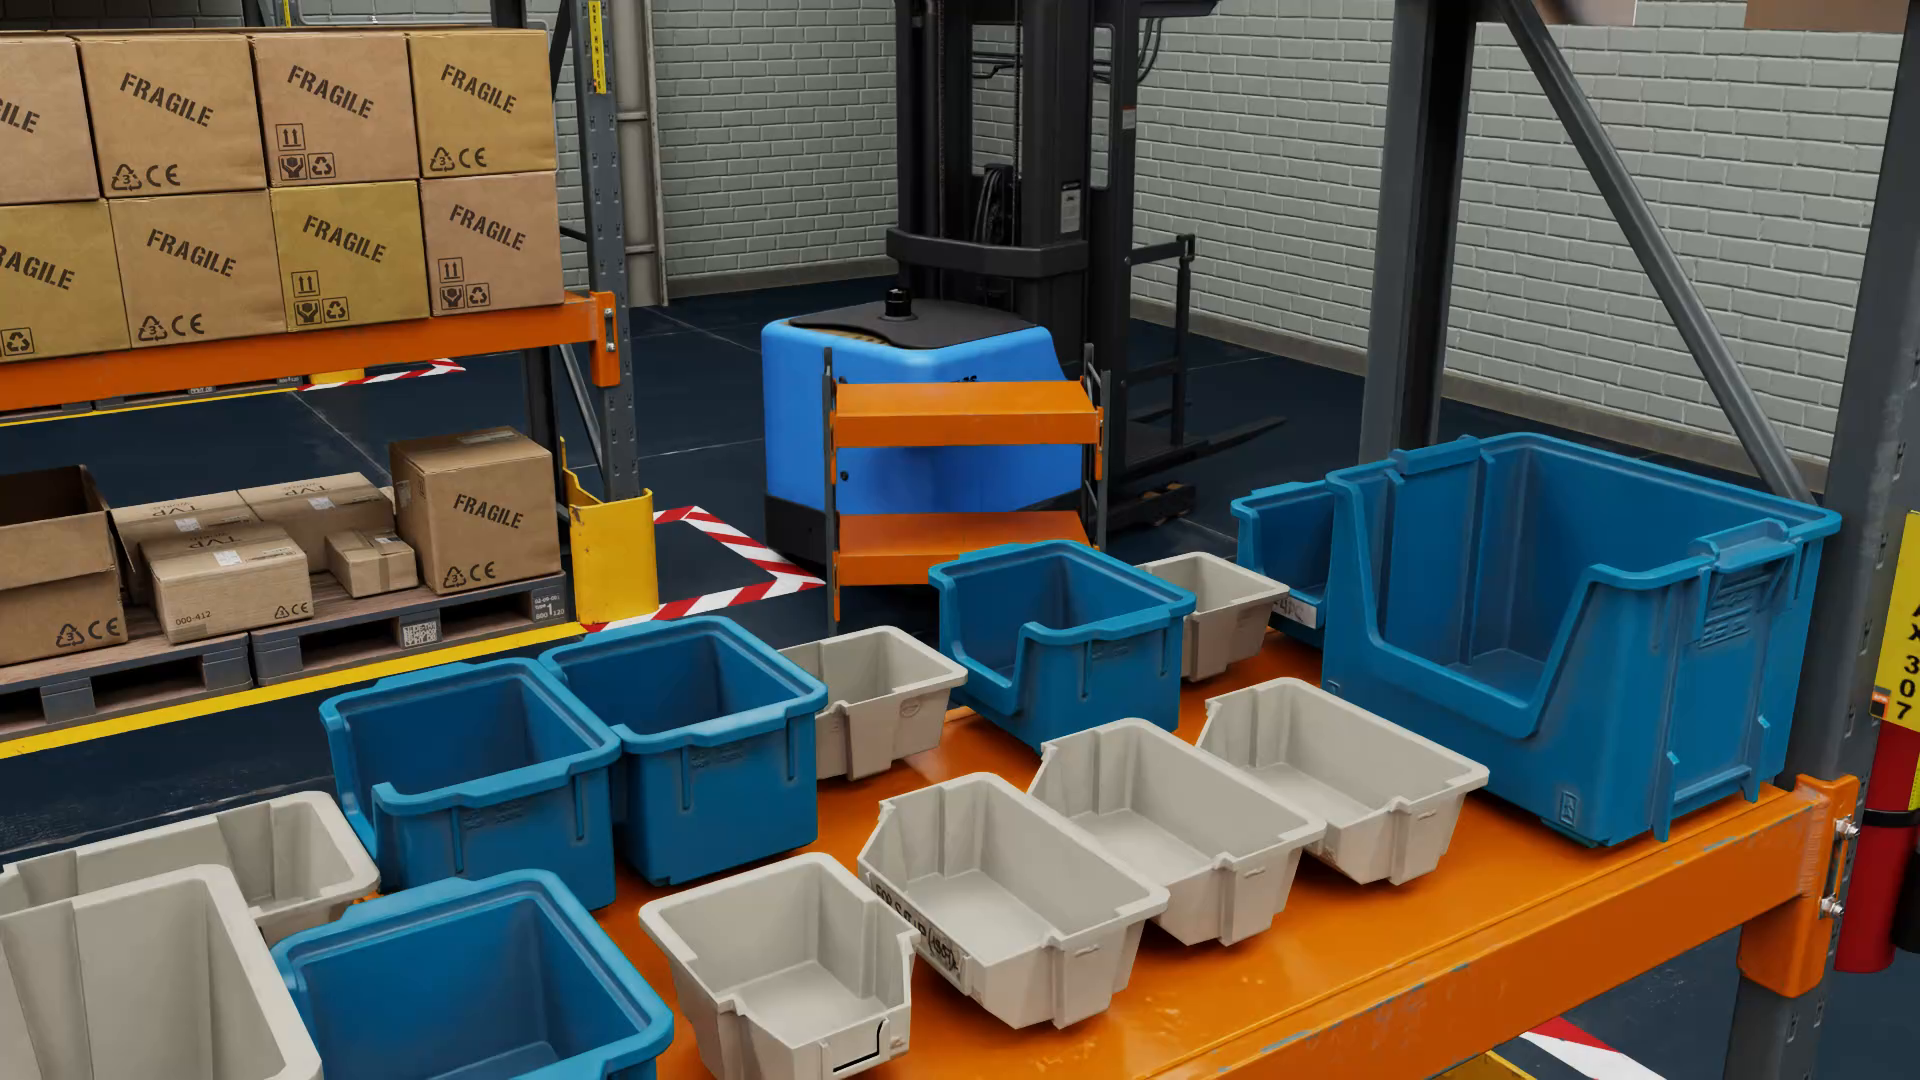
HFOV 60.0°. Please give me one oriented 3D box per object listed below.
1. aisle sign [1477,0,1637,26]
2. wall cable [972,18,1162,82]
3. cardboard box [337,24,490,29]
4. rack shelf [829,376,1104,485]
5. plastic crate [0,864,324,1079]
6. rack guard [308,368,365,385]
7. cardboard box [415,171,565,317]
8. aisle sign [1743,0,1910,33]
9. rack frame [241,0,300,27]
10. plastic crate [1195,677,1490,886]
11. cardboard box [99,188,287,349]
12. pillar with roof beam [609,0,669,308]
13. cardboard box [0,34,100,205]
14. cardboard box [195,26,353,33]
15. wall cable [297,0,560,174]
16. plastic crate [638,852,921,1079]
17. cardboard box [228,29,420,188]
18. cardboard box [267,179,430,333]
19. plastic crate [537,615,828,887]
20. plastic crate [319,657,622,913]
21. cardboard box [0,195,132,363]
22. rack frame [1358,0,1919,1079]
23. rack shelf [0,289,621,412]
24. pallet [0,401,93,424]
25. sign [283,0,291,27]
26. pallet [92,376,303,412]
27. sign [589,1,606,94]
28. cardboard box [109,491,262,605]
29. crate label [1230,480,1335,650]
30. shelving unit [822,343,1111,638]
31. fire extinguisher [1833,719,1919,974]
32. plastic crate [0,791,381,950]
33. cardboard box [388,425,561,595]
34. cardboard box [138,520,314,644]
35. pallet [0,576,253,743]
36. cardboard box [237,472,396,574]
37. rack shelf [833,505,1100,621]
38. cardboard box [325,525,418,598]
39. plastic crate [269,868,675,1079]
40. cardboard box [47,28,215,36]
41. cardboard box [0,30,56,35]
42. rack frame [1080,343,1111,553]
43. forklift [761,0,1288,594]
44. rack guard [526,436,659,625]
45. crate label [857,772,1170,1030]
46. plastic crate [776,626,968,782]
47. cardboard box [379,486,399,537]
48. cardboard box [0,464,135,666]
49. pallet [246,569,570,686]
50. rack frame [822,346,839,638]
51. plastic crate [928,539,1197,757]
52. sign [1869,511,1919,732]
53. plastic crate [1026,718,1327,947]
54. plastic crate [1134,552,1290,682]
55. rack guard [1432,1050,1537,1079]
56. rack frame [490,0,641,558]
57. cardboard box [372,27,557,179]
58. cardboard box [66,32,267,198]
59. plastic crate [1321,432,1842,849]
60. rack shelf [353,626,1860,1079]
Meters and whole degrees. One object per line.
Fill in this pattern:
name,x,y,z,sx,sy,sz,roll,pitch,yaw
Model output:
aisle sign,0.993,-1.267,2.749,0.004,0.787,0.394,-12,22,-31
wall cable,0.568,-4.865,12.932,0.112,2.526,3.097,-12,22,-31
cardboard box,-2.141,-1.782,6.615,0.500,0.500,0.500,-11,22,-30
rack shelf,0.010,-0.426,6.334,1.000,0.278,0.538,-1,19,-3
plastic crate,-0.868,0.570,1.468,0.530,0.282,0.437,-12,22,-31
rack guard,-4.332,-1.413,11.144,0.348,0.500,1.175,-12,22,-31
cardboard box,-1.849,-1.164,6.349,0.500,0.500,0.500,-11,22,-30
aisle sign,1.317,-1.109,2.282,0.004,0.787,0.394,-12,22,-31
rack frame,-4.353,-2.593,10.731,0.127,3.000,1.000,-12,22,-31
plastic crate,0.515,0.346,2.357,0.243,0.136,0.396,-12,22,-31
cardboard box,-2.700,-0.986,5.820,0.500,0.500,0.500,-12,22,-31
pillar with roof beam,-0.206,-4.990,8.455,0.400,9.000,9.100,-12,22,-31
cardboard box,-3.126,-1.365,5.383,0.500,0.500,0.500,-11,22,-30
cardboard box,-2.573,-1.688,6.337,0.500,0.500,0.500,-12,22,-31
wall cable,-3.803,-3.553,11.984,1.851,1.984,0.084,-12,22,-31
plastic crate,-0.192,0.505,1.884,0.250,0.136,0.298,-12,22,-31
cardboard box,-2.267,-1.548,5.924,0.500,0.500,0.500,-11,22,-30
cardboard box,-2.281,-1.072,6.076,0.500,0.500,0.500,-12,22,-31
plastic crate,-0.391,0.295,2.356,0.300,0.233,0.416,-12,22,-31
plastic crate,-0.641,0.348,2.199,0.300,0.233,0.416,-12,22,-31
cardboard box,-3.121,-0.897,5.558,0.500,0.500,0.500,-12,22,-32
rack frame,1.098,0.058,2.890,0.053,2.616,0.949,-12,22,-31
rack shelf,-3.295,-0.576,5.887,4.000,0.370,1.077,-12,22,-31
pallet,-5.995,-0.897,10.067,1.213,0.211,1.003,-12,22,-31
sign,-4.066,-3.106,10.071,0.005,0.325,0.100,-12,22,-31
pallet,-4.977,-1.110,10.699,1.213,0.211,1.003,-12,22,-31
sign,-1.337,-1.815,6.128,0.005,0.325,0.100,-12,22,-31
cardboard box,-3.070,0.022,6.604,0.500,0.250,0.500,-12,22,-31
crate label,0.709,0.063,3.042,0.303,0.233,0.416,-12,22,-31
shelving unit,0.010,-0.148,6.427,1.048,1.125,0.538,-1,19,-3
fire extinguisher,1.472,0.365,2.684,0.183,0.674,0.296,-12,22,-31
plastic crate,-0.956,0.471,1.986,0.466,0.136,0.293,-12,22,-31
cardboard box,-1.944,-0.131,6.665,0.500,0.500,0.500,-12,22,-31
cardboard box,-2.754,0.147,6.234,0.500,0.250,0.500,-12,22,-31
pallet,-3.372,0.420,6.173,1.213,0.211,1.003,-12,22,-31
cardboard box,-2.653,-0.066,6.864,0.500,0.250,0.500,-12,22,-31
rack shelf,0.010,0.083,6.506,1.000,0.278,0.538,-1,19,-3
cardboard box,-2.331,0.074,6.579,0.250,0.166,0.380,-12,22,-31
plastic crate,-0.478,0.538,1.637,0.300,0.233,0.416,-12,22,-31
cardboard box,-2.994,-1.601,6.080,0.500,0.500,0.500,-12,22,-31
cardboard box,-3.417,-1.511,5.814,0.500,0.500,0.500,-12,22,-32
rack frame,0.518,-0.158,6.456,0.032,1.125,0.500,-1,19,-3
forklift,0.498,-1.551,7.756,1.130,2.935,3.031,17,25,40
rack guard,-1.688,-0.071,7.174,0.348,0.500,1.175,-12,22,-31
crate label,0.045,0.448,2.053,0.243,0.136,0.396,-12,22,-31
plastic crate,-0.171,0.263,2.602,0.298,0.136,0.250,-12,22,-31
cardboard box,-2.373,-0.109,7.120,0.250,0.166,0.380,-12,22,-31
cardboard box,-3.399,0.078,6.042,0.637,0.503,0.797,-12,22,-31
pallet,-2.354,0.207,6.805,1.213,0.211,1.003,-12,22,-31
rack frame,-0.497,-0.139,6.398,0.032,1.125,0.500,-1,19,-3
plastic crate,0.159,0.179,2.699,0.300,0.233,0.416,-12,22,-31
sign,1.412,0.124,2.440,0.005,0.325,0.100,-12,22,-31
plastic crate,0.265,0.393,2.218,0.243,0.136,0.396,-12,22,-31
plastic crate,0.395,0.143,2.955,0.298,0.136,0.250,-12,22,-31
rack guard,1.109,1.233,3.316,0.348,0.500,1.175,-12,22,-31
rack frame,-1.625,-1.269,6.814,0.127,3.000,1.000,-12,22,-31
cardboard box,-1.845,-1.638,6.188,0.500,0.500,0.500,-12,22,-32
cardboard box,-2.697,-1.456,5.650,0.500,0.500,0.500,-11,22,-30
plastic crate,0.919,0.121,2.555,0.499,0.435,0.616,-12,22,-31
rack shelf,-0.574,0.750,1.966,4.000,0.370,1.077,-12,22,-31
